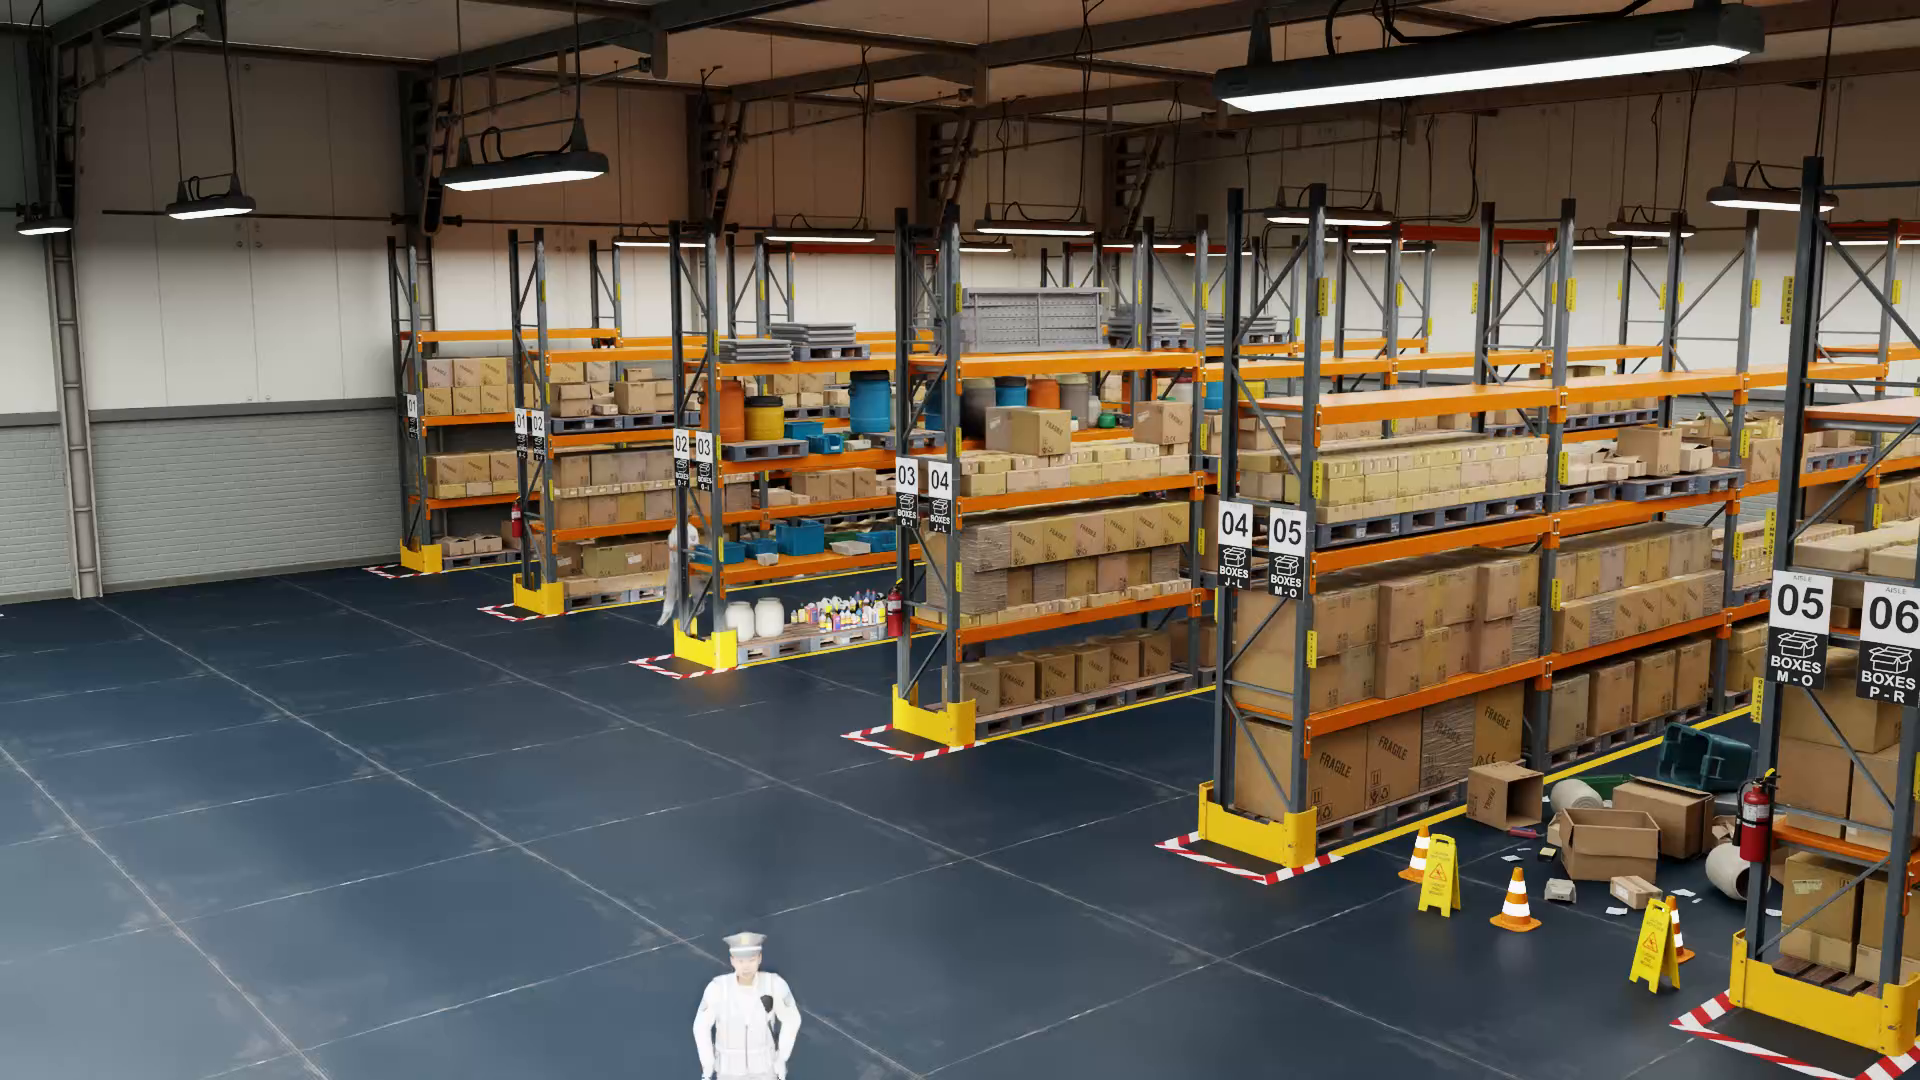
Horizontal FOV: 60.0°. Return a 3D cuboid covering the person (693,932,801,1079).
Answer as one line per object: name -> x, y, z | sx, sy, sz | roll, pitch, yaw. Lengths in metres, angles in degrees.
person -> -1.197, 2.940, 9.397 | 0.603, 1.648, 0.593 | -1, 9, -9

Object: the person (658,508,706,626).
person -> -3.996, 0.375, 24.257 | 0.601, 1.741, 0.731 | 7, 11, 39

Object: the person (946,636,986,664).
person -> 0.048, 0.814, 21.216 | 0.595, 1.739, 0.733 | 7, 11, 39
